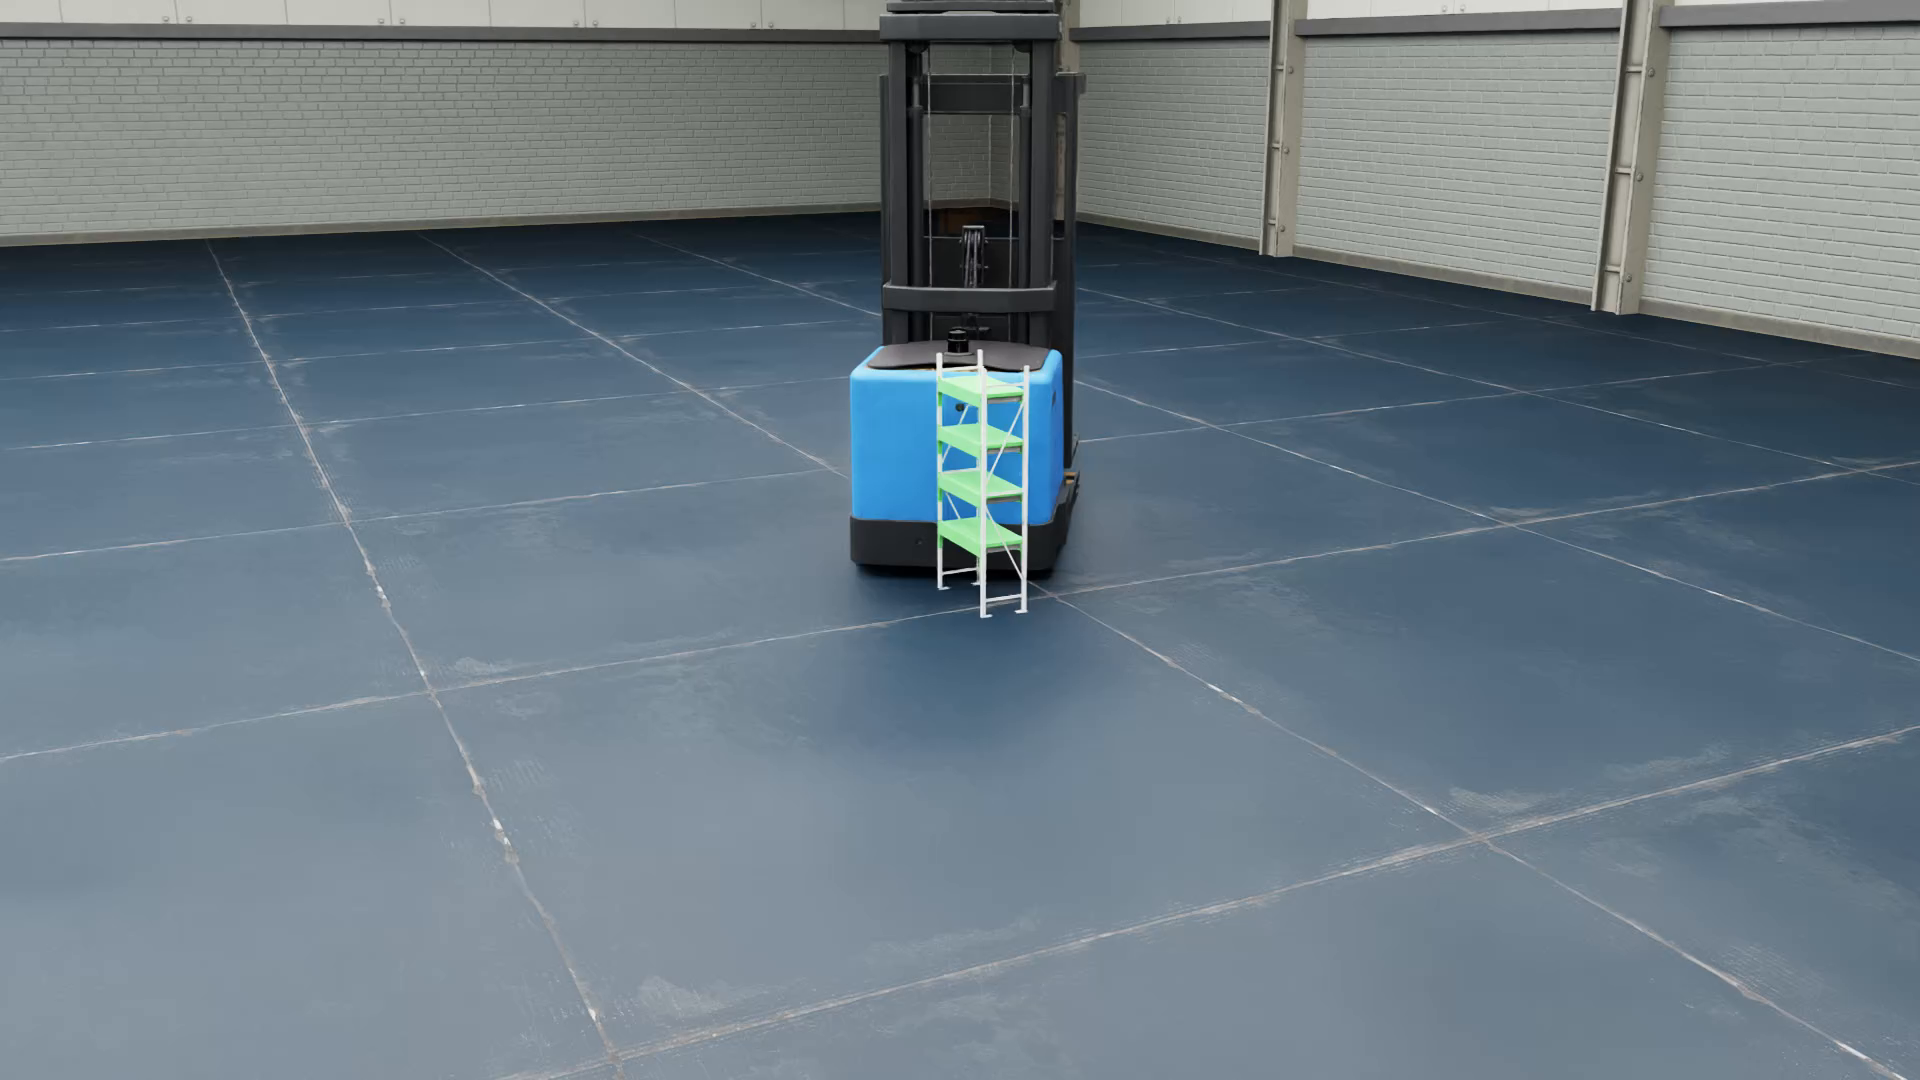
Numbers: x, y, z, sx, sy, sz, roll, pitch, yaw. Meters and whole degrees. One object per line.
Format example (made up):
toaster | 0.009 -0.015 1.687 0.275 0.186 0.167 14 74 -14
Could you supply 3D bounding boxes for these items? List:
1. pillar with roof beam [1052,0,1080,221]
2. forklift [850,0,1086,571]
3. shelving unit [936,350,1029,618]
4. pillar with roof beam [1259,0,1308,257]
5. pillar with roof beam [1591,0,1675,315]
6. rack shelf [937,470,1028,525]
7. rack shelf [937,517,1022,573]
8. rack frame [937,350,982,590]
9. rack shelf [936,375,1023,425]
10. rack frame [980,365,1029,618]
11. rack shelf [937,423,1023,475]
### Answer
pillar with roof beam | -2.132 -9.221 25.068 9.100 9.000 0.400 -8 18 -25
forklift | 0.137 -1.612 9.555 1.130 2.935 3.031 2 16 7
shelving unit | 0.104 -0.279 8.048 0.258 1.200 0.503 -7 18 -24
pillar with roof beam | 0.496 -7.733 19.883 9.100 9.000 0.400 -8 18 -25
pillar with roof beam | 3.125 -6.245 14.699 9.100 9.000 0.400 -8 18 -25
rack shelf | 0.104 -0.218 8.065 0.258 0.148 0.480 -7 18 -24
rack shelf | 0.104 0.013 8.131 0.258 0.148 0.480 -7 18 -24
rack frame | -0.001 -0.340 8.259 0.240 1.200 0.015 -7 18 -24
rack shelf | 0.104 -0.679 7.933 0.258 0.148 0.480 -7 18 -24
rack frame | 0.209 -0.218 7.836 0.240 1.200 0.015 -7 18 -24
rack shelf | 0.104 -0.448 7.999 0.258 0.148 0.480 -7 18 -24
